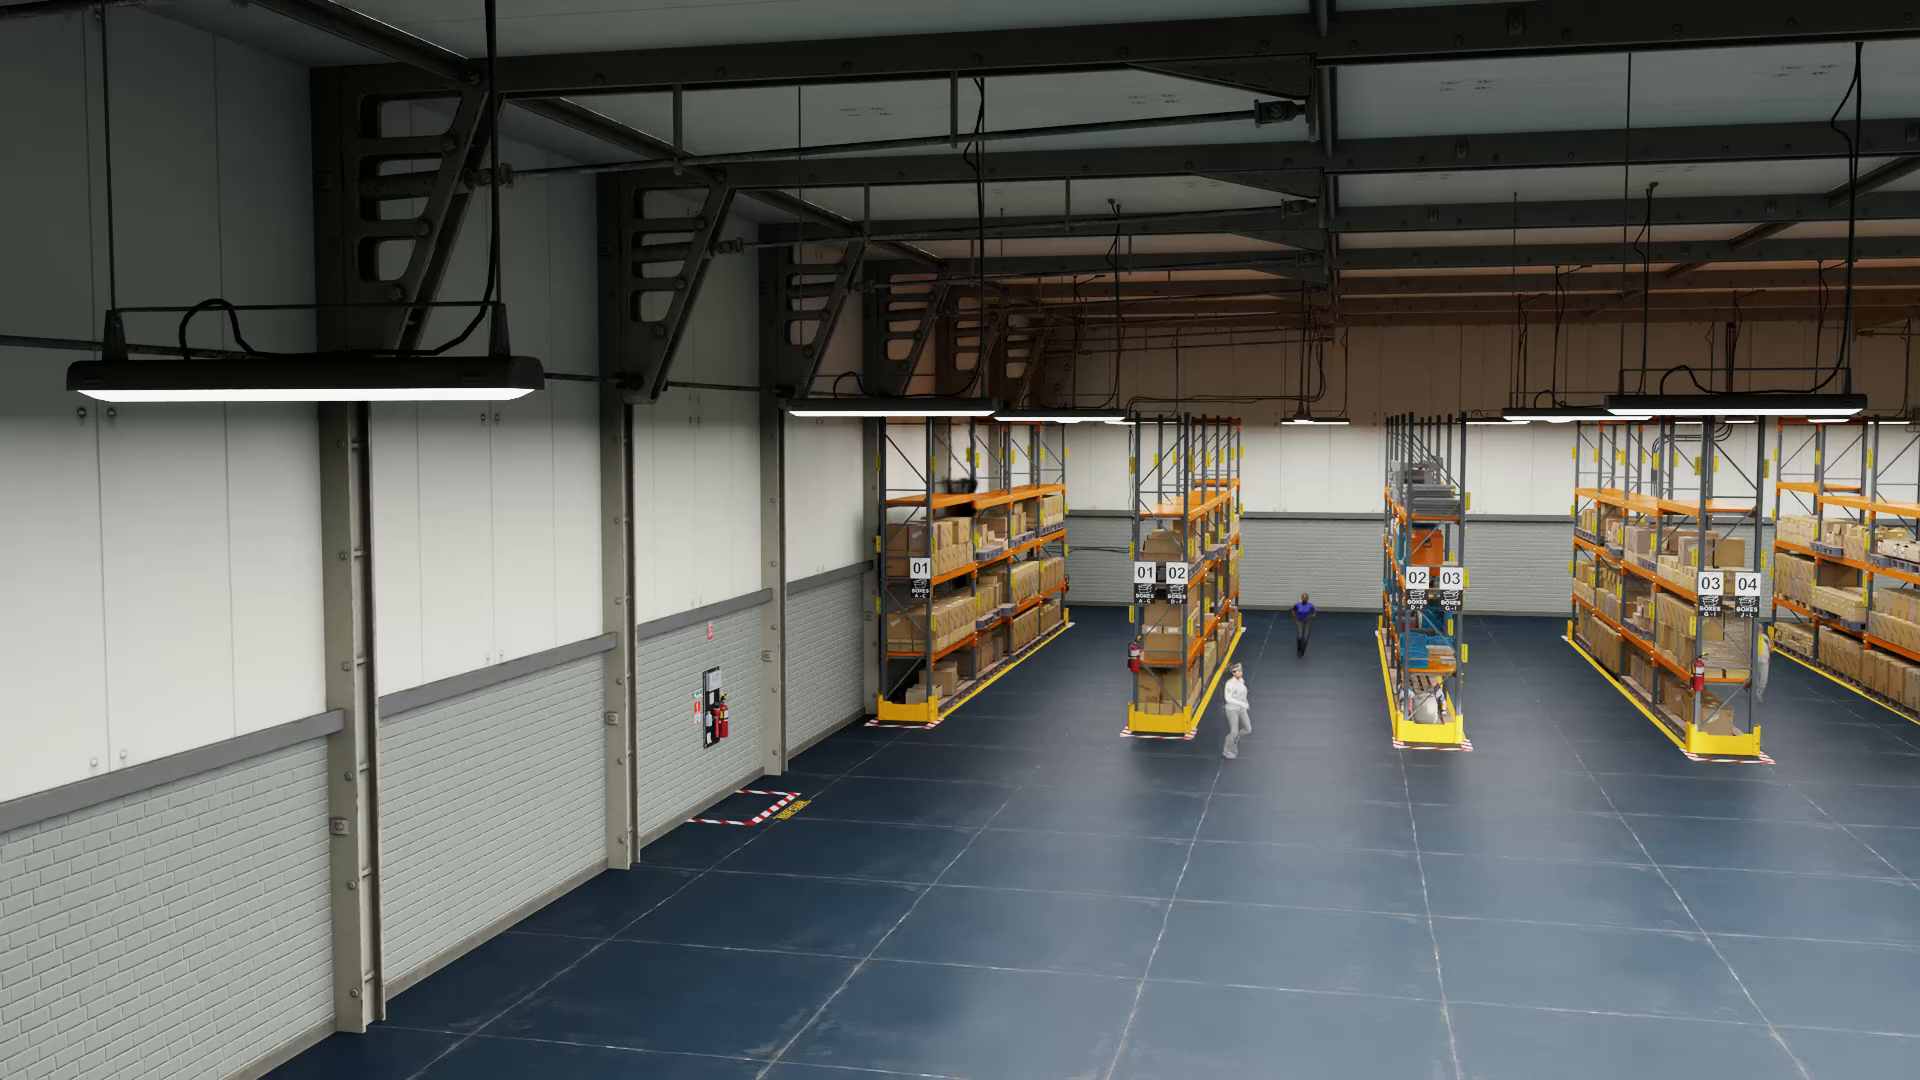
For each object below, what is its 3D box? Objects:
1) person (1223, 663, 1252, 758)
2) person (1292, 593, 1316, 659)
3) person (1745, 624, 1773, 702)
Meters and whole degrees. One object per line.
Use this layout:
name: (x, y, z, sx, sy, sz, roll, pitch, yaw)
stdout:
person: (4.811, 2.941, 28.732, 0.617, 1.658, 0.586, -4, 5, -42)
person: (8.501, 2.134, 41.098, 0.564, 1.629, 0.716, 0, 4, 6)
person: (16.754, 2.570, 34.930, 0.614, 1.617, 0.575, 0, 4, 7)
